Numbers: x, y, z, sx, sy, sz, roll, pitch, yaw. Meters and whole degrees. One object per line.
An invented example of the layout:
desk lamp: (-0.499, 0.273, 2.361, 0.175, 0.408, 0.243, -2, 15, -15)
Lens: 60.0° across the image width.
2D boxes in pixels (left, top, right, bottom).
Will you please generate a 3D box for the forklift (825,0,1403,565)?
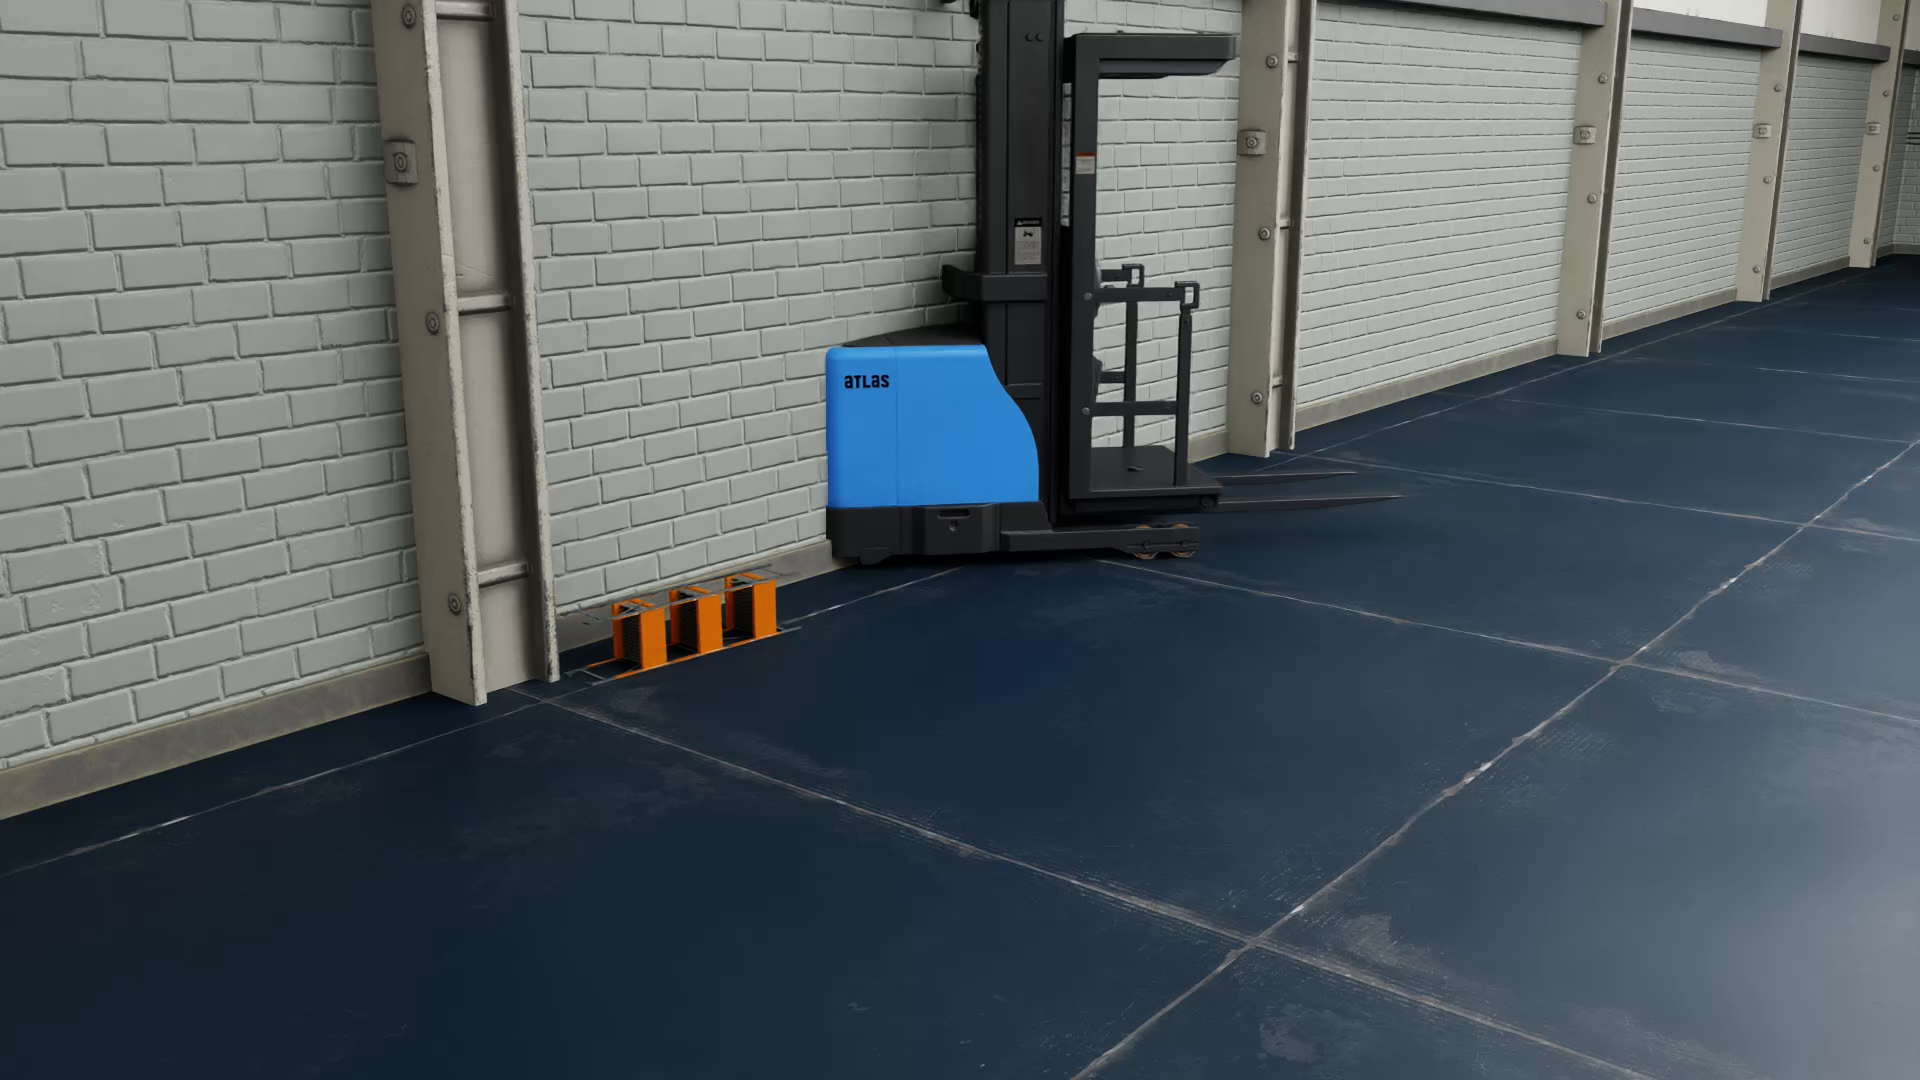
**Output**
forklift: (0.748, -1.451, 8.380, 3.031, 2.935, 1.130, -2, 14, -9)

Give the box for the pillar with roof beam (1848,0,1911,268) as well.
pillar with roof beam: (16.633, -7.735, 20.794, 9.100, 9.000, 0.400, 11, 18, 38)

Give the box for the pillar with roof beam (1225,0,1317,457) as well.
pillar with roof beam: (5.320, -4.288, 7.224, 9.100, 9.000, 0.400, 11, 18, 38)

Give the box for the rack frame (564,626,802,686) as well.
rack frame: (-1.116, 0.450, 6.823, 0.200, 0.008, 1.050, 14, 20, 43)

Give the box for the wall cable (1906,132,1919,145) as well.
wall cable: (16.164, -7.256, 25.214, 3.097, 2.526, 0.112, 11, 18, 38)

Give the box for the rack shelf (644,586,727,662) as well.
rack shelf: (-1.124, 0.333, 6.786, 0.215, 0.240, 0.259, 14, 20, 43)

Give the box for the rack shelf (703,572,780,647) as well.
rack shelf: (-0.924, 0.284, 6.981, 0.215, 0.240, 0.259, 14, 20, 43)

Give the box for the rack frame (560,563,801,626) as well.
rack frame: (-1.116, 0.213, 6.763, 0.200, 0.008, 1.050, 14, 20, 43)

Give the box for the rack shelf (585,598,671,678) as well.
rack shelf: (-1.319, 0.382, 6.594, 0.215, 0.240, 0.259, 14, 20, 43)

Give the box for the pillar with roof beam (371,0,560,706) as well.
pillar with roof beam: (1.549, -3.139, 2.701, 9.100, 9.000, 0.400, 11, 18, 38)

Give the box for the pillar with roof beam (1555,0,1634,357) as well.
pillar with roof beam: (9.091, -5.437, 11.748, 9.100, 9.000, 0.400, 11, 18, 38)

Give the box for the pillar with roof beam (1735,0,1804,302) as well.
pillar with roof beam: (12.862, -6.586, 16.271, 9.100, 9.000, 0.400, 11, 18, 38)

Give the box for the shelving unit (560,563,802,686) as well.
shelving unit: (-1.116, 0.332, 6.793, 0.215, 0.252, 1.050, 14, 20, 43)
